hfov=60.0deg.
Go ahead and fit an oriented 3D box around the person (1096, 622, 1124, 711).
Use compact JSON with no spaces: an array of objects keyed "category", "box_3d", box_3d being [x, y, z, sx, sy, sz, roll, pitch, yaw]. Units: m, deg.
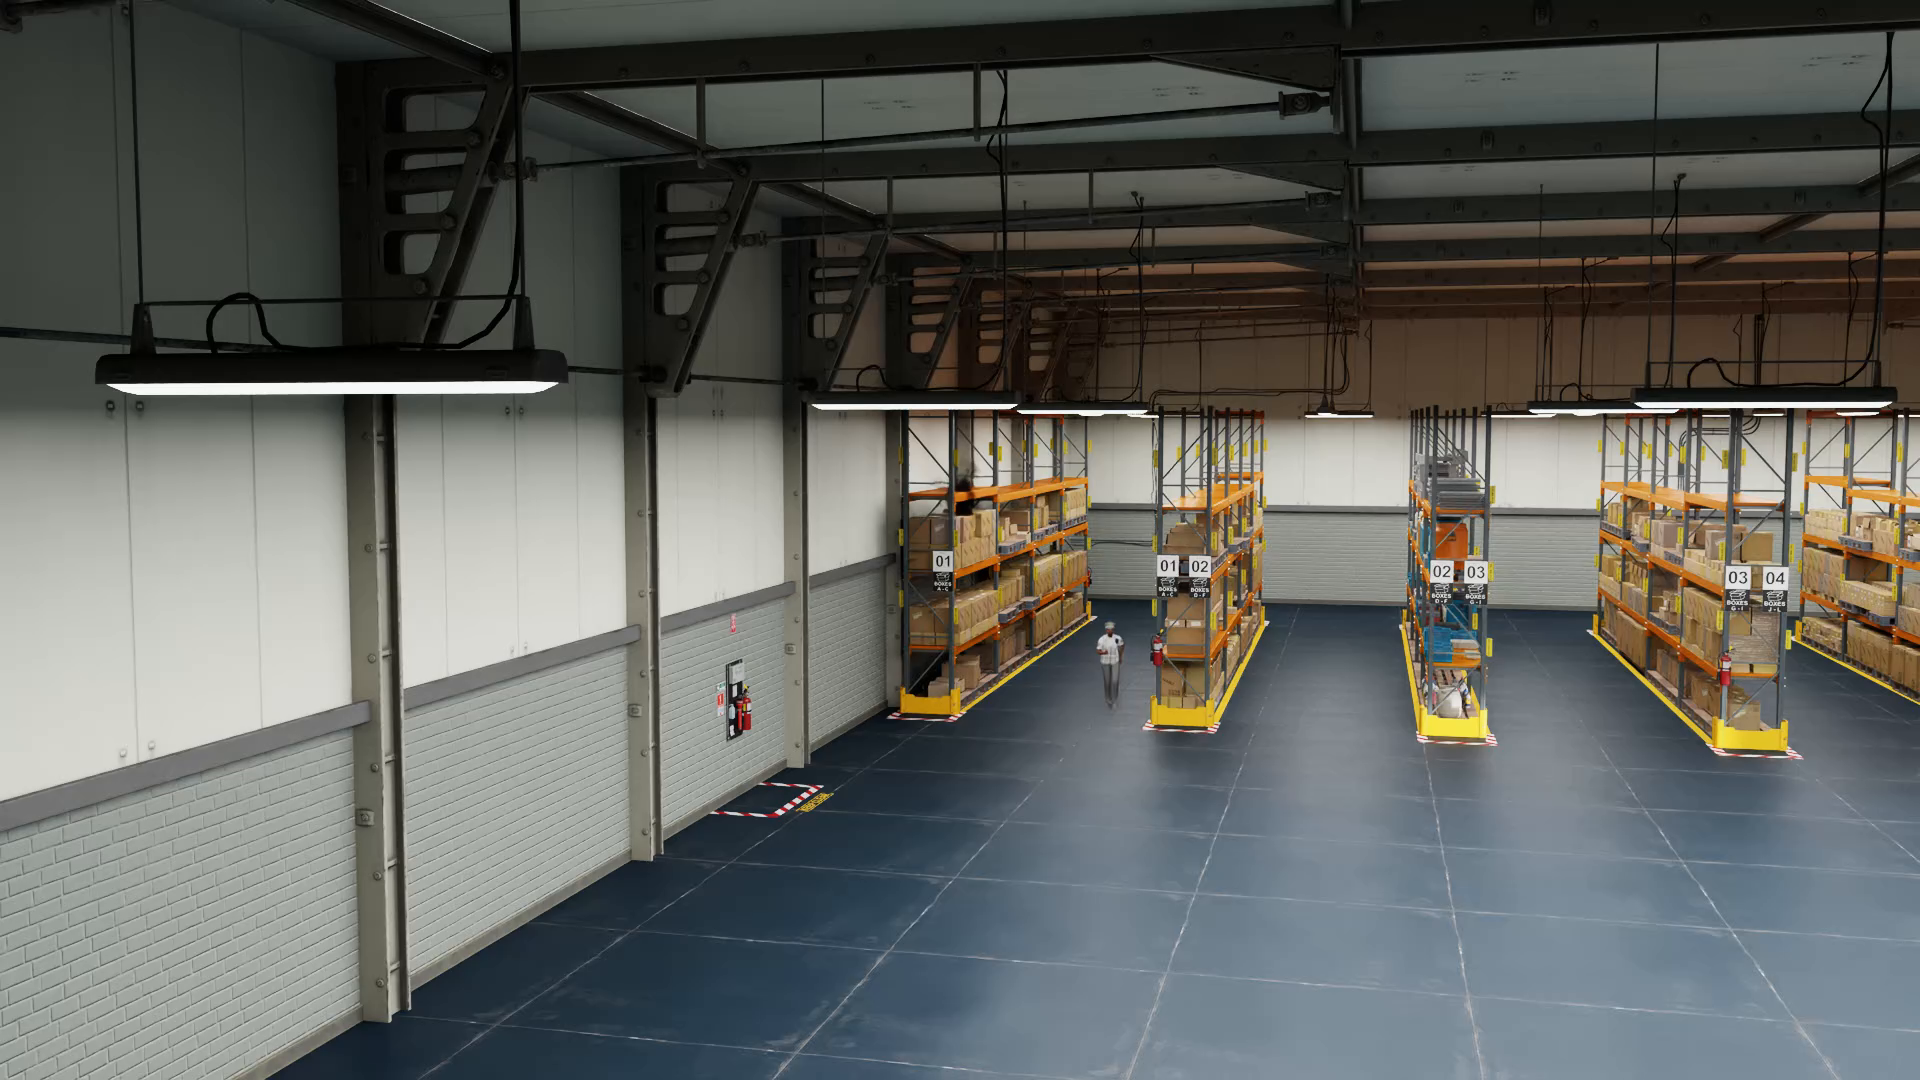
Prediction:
[{"category":"person","box_3d":[3.001,2.497,33.219,0.564,1.754,0.794,0,4,5]}]
